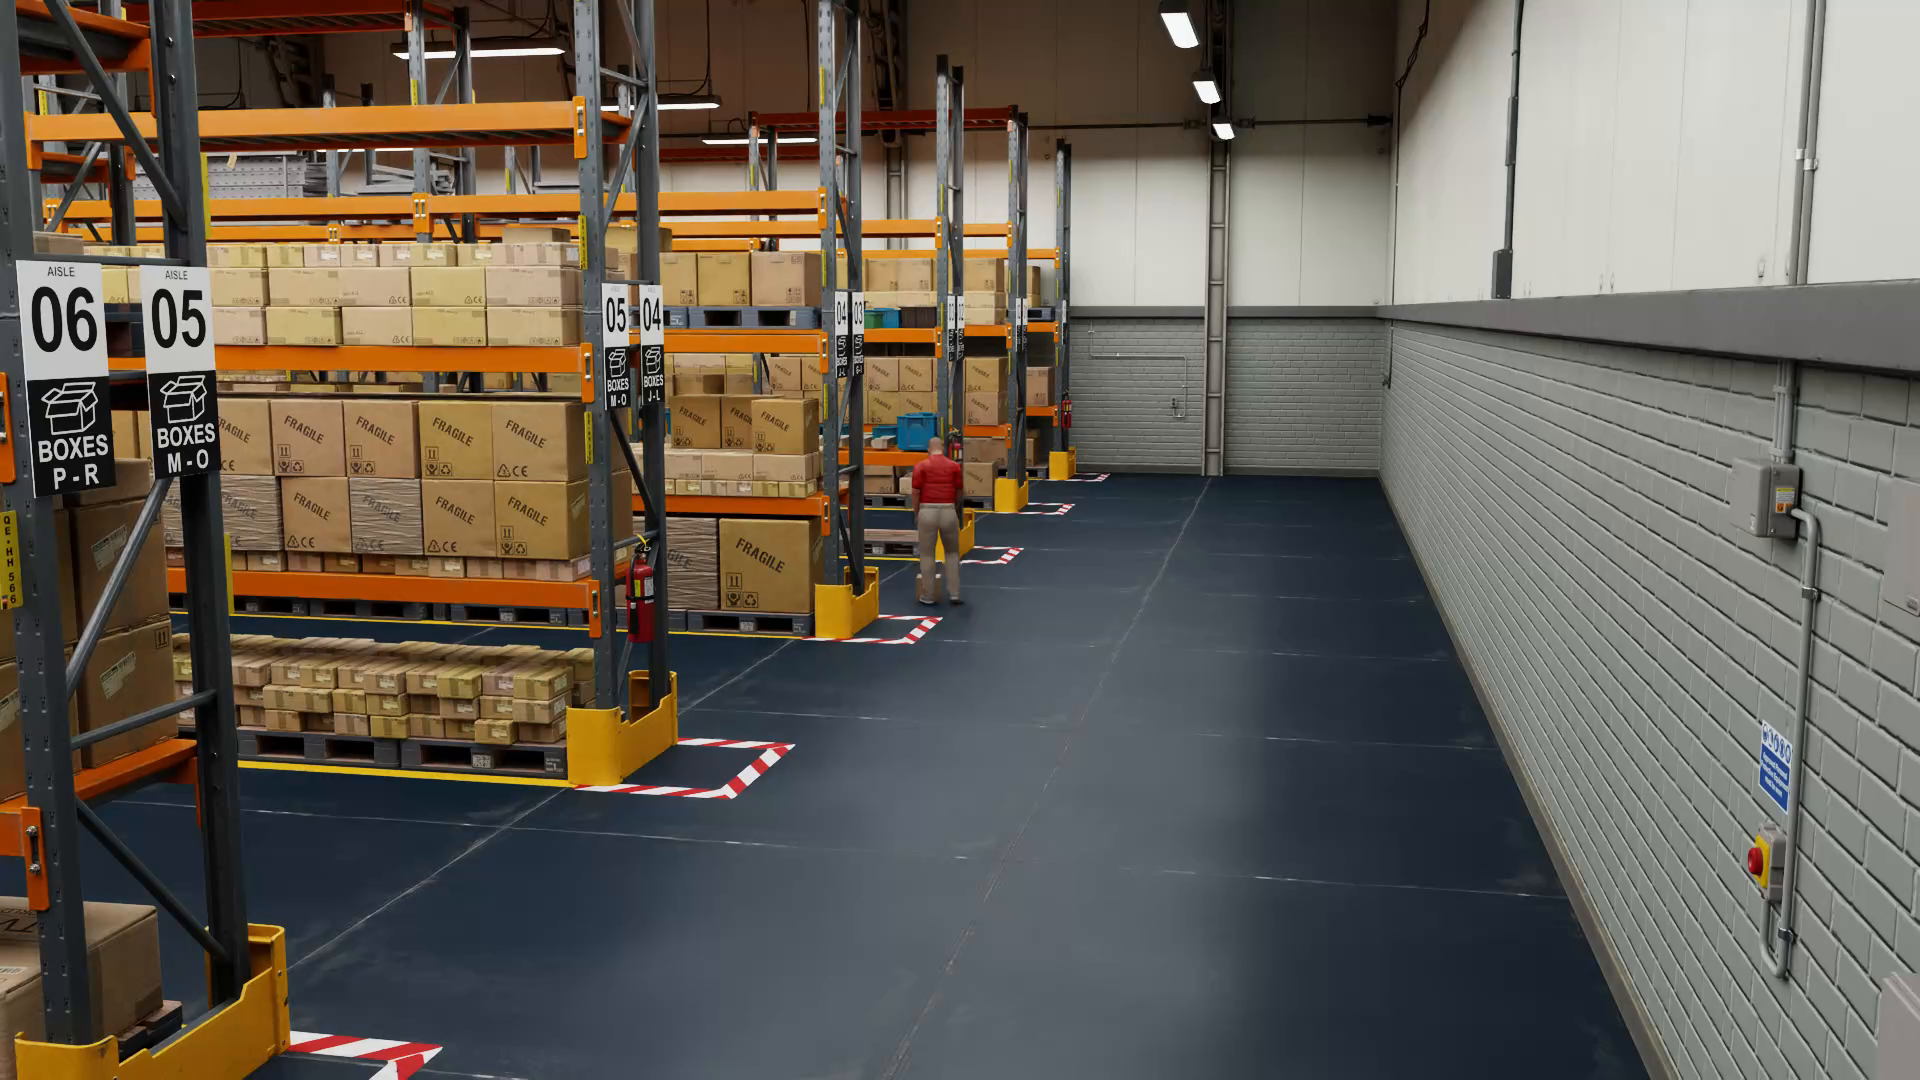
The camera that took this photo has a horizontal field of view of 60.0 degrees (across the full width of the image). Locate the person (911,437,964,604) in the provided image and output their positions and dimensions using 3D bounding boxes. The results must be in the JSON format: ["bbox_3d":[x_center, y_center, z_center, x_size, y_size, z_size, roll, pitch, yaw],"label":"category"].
[{"bbox_3d":[-0.225,-0.185,17.232,0.580,1.762,0.536,-2,8,-11],"label":"person"}]
